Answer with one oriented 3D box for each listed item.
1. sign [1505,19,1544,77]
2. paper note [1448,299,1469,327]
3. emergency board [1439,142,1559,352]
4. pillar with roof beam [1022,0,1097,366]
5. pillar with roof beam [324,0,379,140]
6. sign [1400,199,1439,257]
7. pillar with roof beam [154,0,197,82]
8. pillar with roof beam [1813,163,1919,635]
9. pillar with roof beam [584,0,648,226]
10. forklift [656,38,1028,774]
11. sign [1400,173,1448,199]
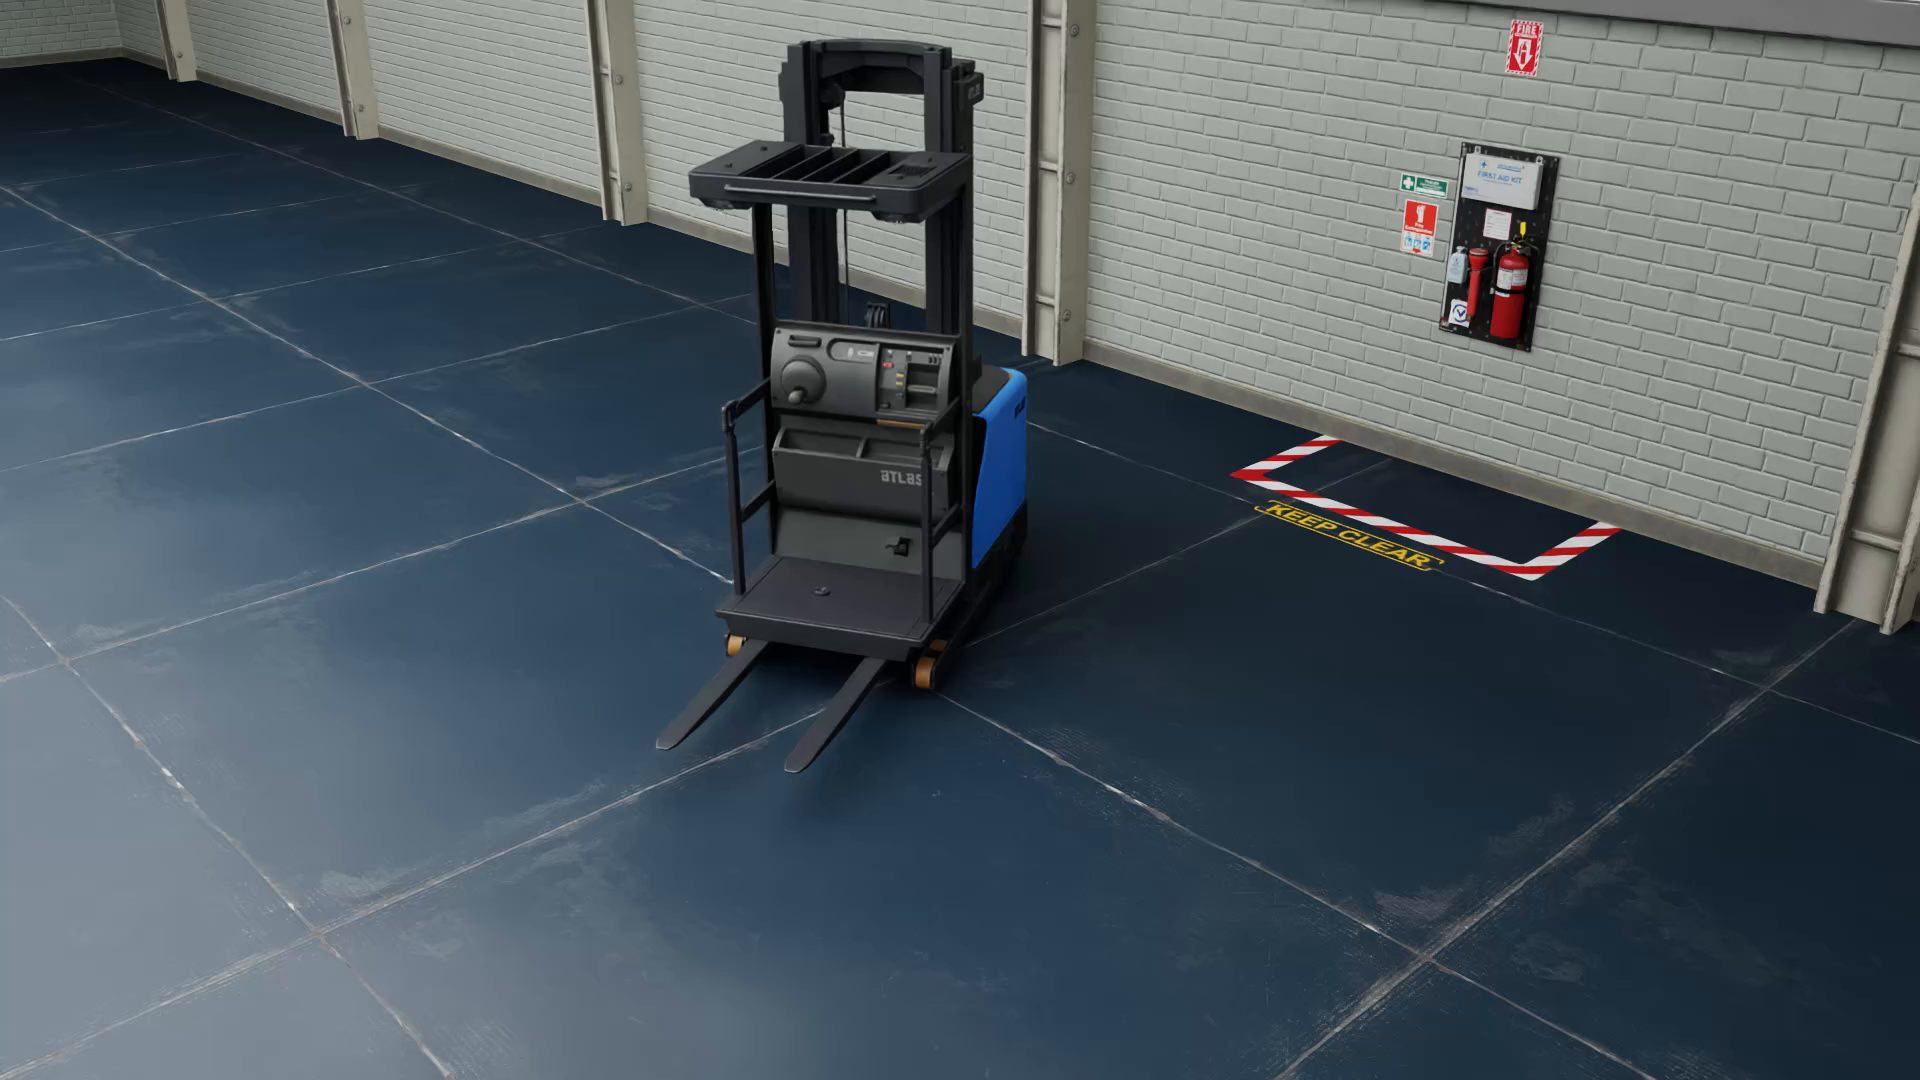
[{"bbox_3d":[3.228,-2.815,9.515,0.001,0.298,0.199,-21,32,-38],"label":"sign"},{"bbox_3d":[3.090,-1.403,10.272,0.016,0.148,0.142,-21,32,-38],"label":"paper note"},{"bbox_3d":[3.161,-1.730,9.928,0.194,1.169,0.643,-21,32,-38],"label":"emergency board"},{"bbox_3d":[-2.421,-4.297,8.326,9.100,9.000,0.400,-21,32,-38],"label":"pillar with roof beam"},{"bbox_3d":[-10.623,-7.932,16.295,9.100,9.000,0.400,-21,32,-38],"label":"pillar with roof beam"},{"bbox_3d":[2.858,-1.943,10.352,0.001,0.329,0.234,-21,32,-38],"label":"sign"},{"bbox_3d":[-14.724,-9.750,20.280,9.100,9.000,0.400,-21,32,-38],"label":"pillar with roof beam"},{"bbox_3d":[1.680,-2.479,4.341,9.100,9.000,0.400,-21,32,-38],"label":"pillar with roof beam"},{"bbox_3d":[-6.522,-6.114,12.311,9.100,9.000,0.400,-21,32,-38],"label":"pillar with roof beam"},{"bbox_3d":[-0.547,-0.784,7.937,1.130,2.935,3.031,8,26,16],"label":"forklift"},{"bbox_3d":[2.855,-2.180,10.234,0.001,0.109,0.331,-21,32,-38],"label":"sign"}]
